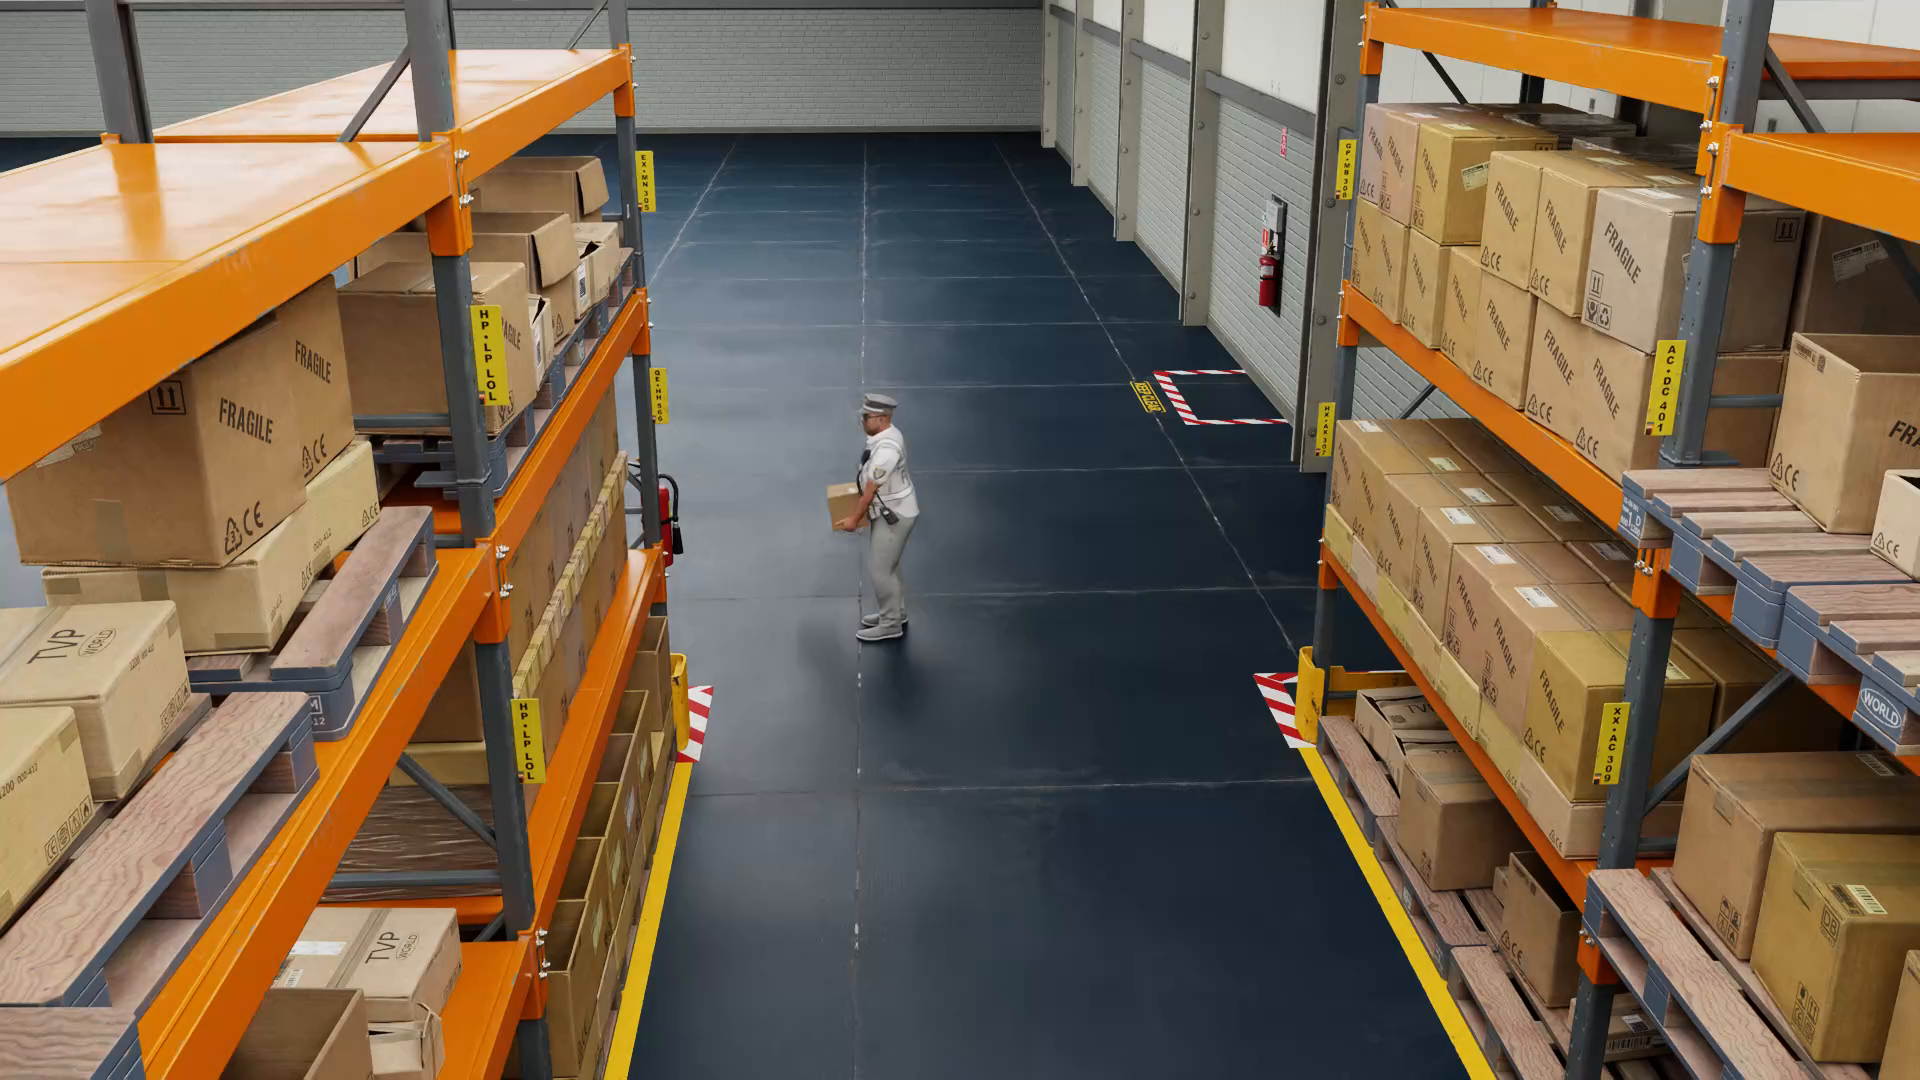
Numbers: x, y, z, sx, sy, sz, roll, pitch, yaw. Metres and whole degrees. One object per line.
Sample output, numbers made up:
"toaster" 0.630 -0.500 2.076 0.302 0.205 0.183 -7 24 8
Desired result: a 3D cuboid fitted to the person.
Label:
"person" -0.576 -0.166 11.516 0.581 1.761 0.488 -1 20 -4
